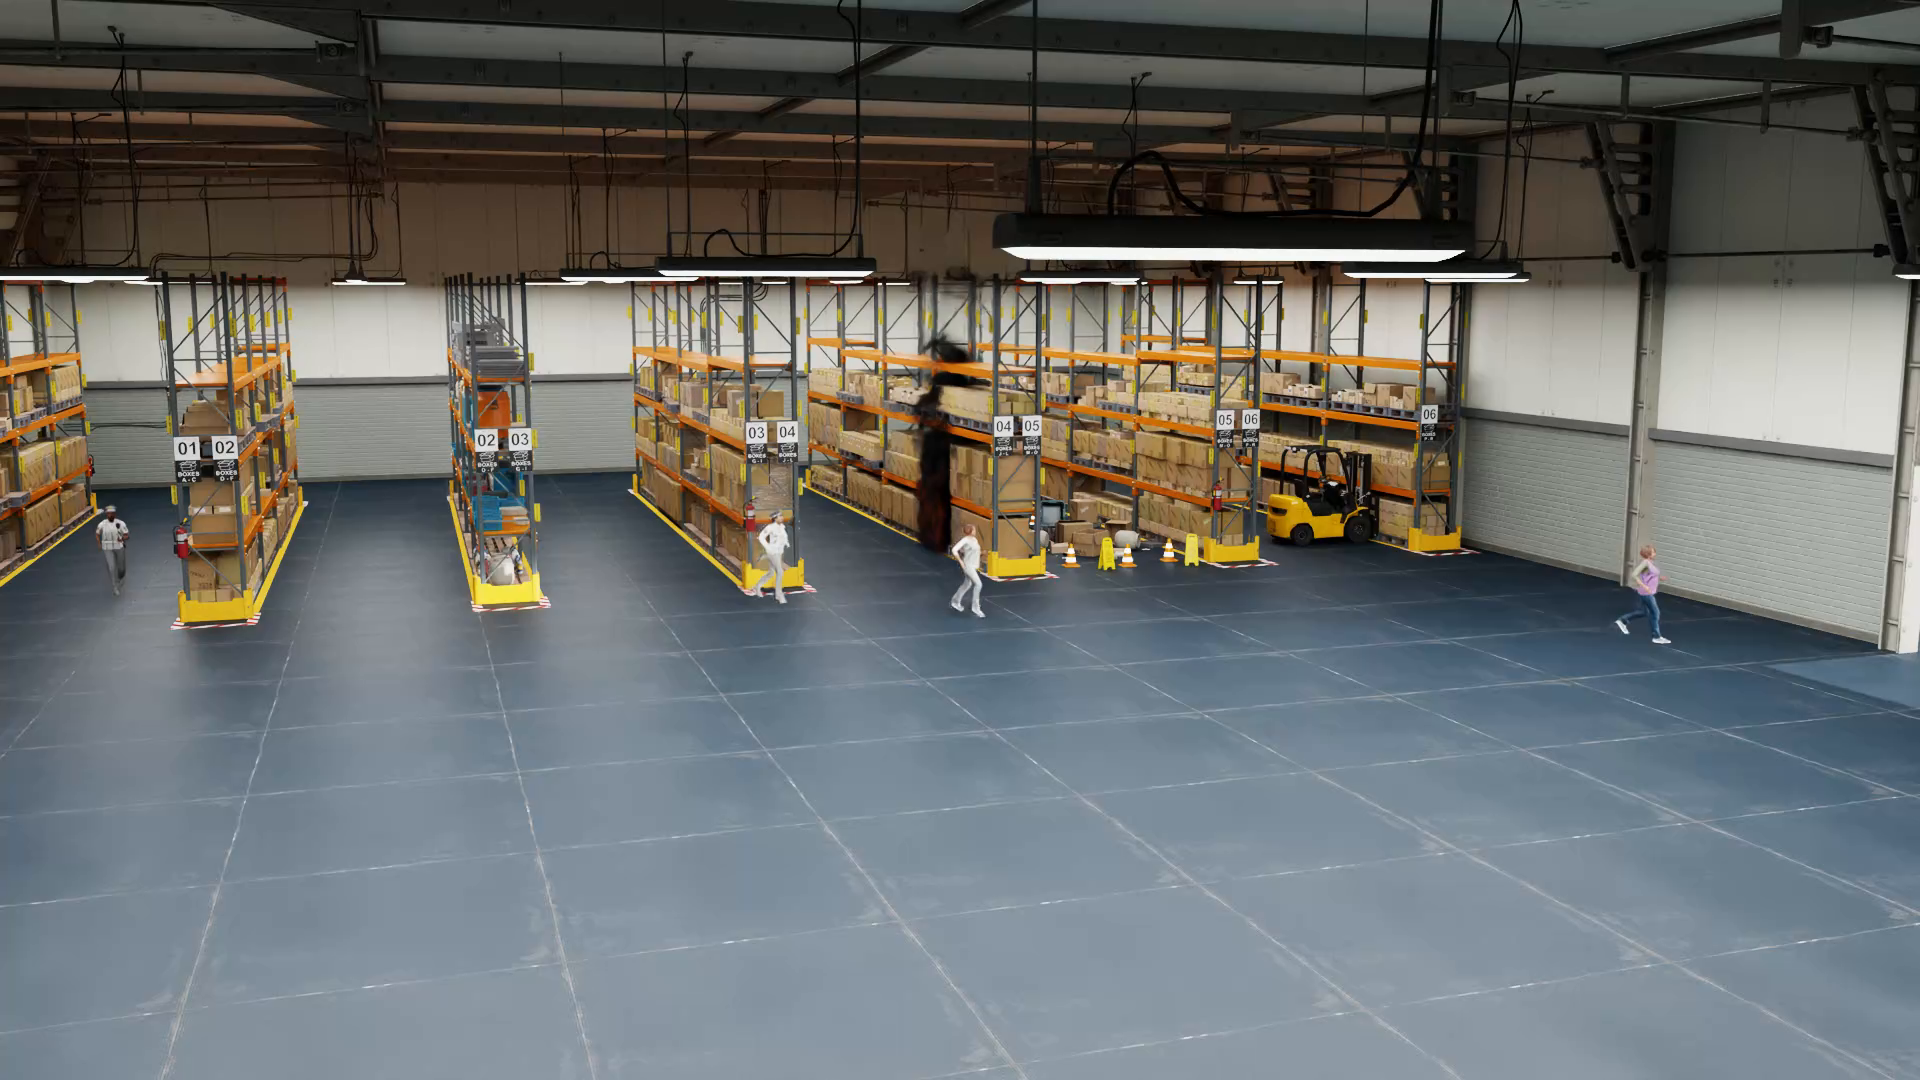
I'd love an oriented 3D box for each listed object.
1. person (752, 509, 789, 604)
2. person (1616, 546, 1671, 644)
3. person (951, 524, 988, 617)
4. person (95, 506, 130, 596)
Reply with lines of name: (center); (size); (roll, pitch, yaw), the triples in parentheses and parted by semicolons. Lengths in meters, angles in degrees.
person: (-3.440, 0.277, 30.665); (0.780, 1.735, 0.616); (4, 9, 23)
person: (11.132, 0.871, 27.015); (0.864, 1.575, 0.545); (5, 10, 31)
person: (0.159, 0.524, 29.284); (0.728, 1.642, 0.510); (3, 9, 20)
person: (-15.986, 0.171, 31.394); (0.588, 1.669, 0.834); (-5, 10, -29)
